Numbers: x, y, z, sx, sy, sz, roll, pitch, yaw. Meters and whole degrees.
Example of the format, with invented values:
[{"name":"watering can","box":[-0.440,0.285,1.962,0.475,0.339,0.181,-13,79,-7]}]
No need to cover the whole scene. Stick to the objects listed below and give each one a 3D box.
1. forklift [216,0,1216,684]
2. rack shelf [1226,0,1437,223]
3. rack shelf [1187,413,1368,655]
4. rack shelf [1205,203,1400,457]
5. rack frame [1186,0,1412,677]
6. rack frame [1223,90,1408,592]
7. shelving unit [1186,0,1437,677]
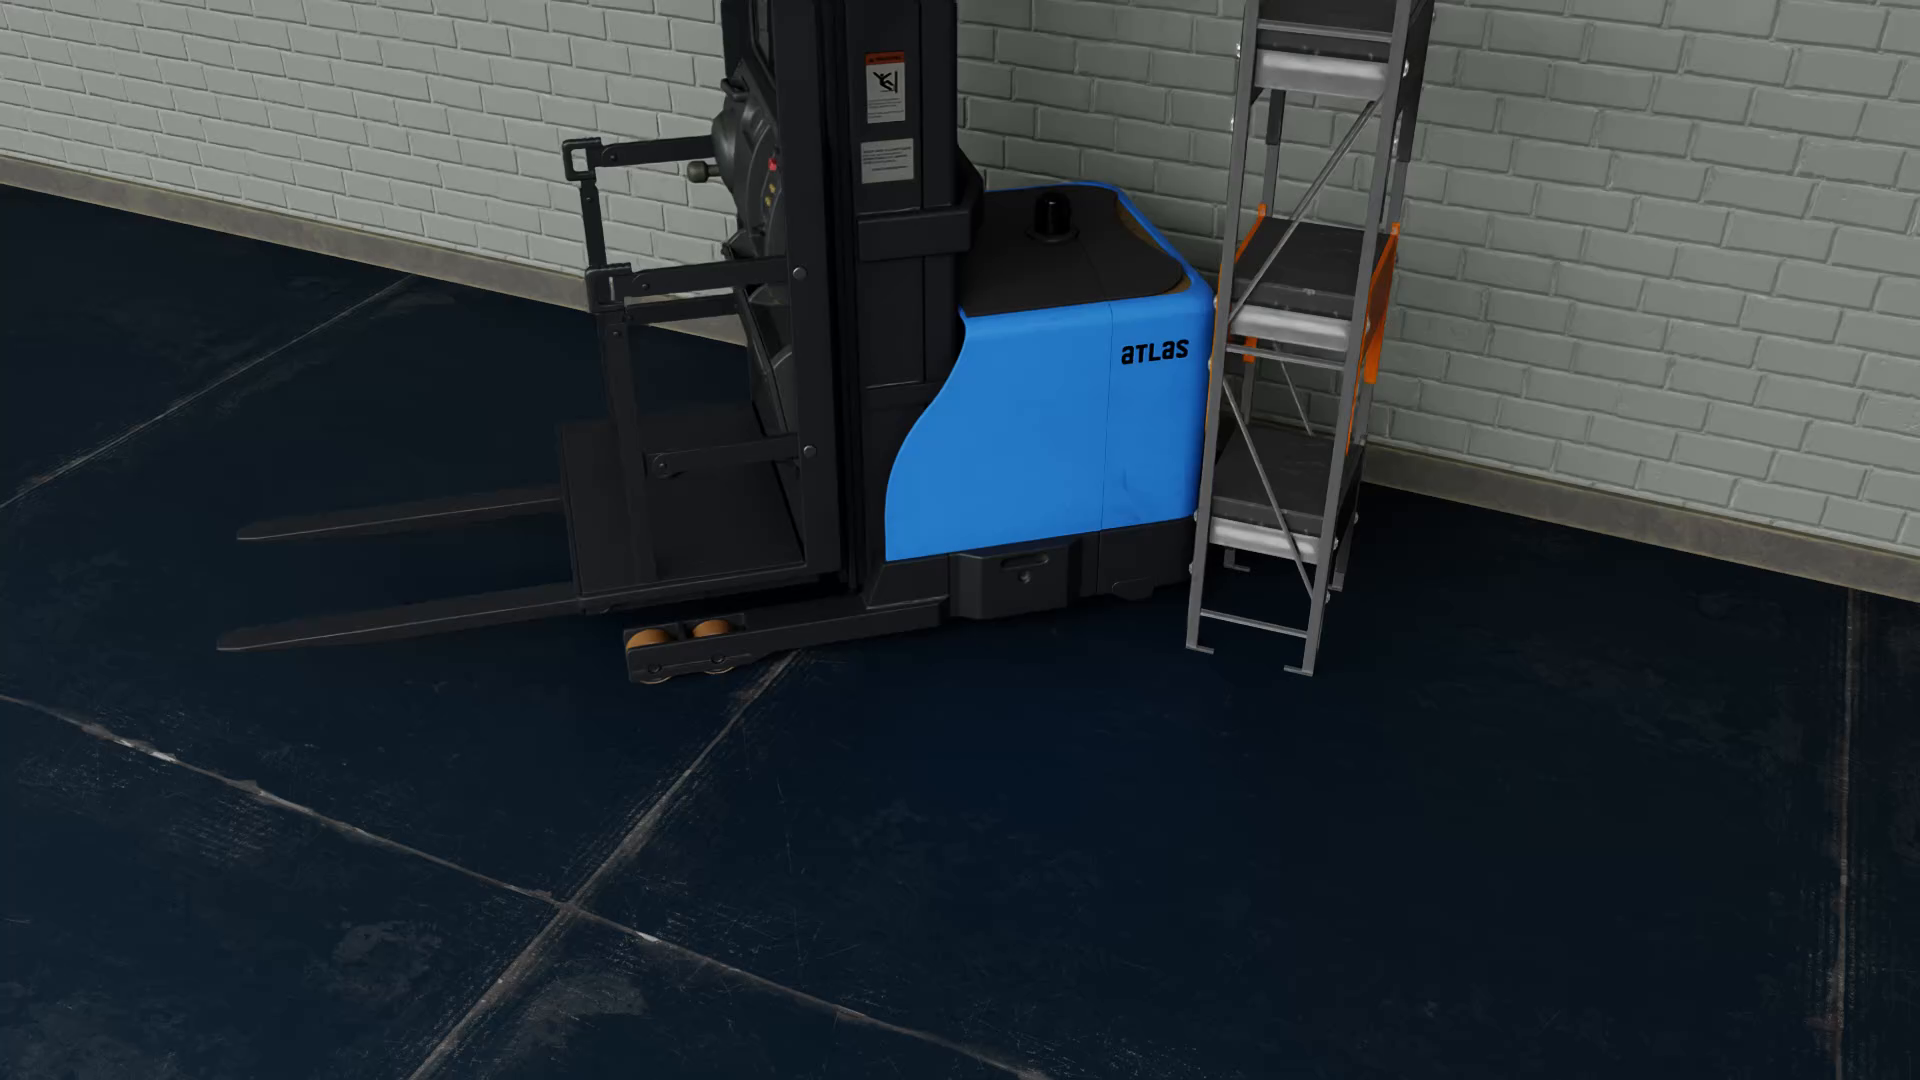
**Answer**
[{"name":"forklift","box":[-0.793,-1.107,4.765,3.031,2.935,1.130,-8,34,-12]},{"name":"rack shelf","box":[0.988,-1.200,4.414,0.431,0.518,0.480,12,35,18]},{"name":"rack shelf","box":[0.988,-0.029,5.181,0.431,0.518,0.480,12,35,18]},{"name":"rack shelf","box":[0.988,-0.615,4.797,0.431,0.518,0.480,12,35,18]},{"name":"rack frame","box":[0.899,-0.502,4.600,0.400,2.100,0.015,12,35,18]},{"name":"rack frame","box":[1.077,-0.751,4.980,0.400,2.100,0.015,12,35,18]},{"name":"shelving unit","box":[0.988,-0.626,4.790,0.431,2.100,0.503,12,35,18]}]
